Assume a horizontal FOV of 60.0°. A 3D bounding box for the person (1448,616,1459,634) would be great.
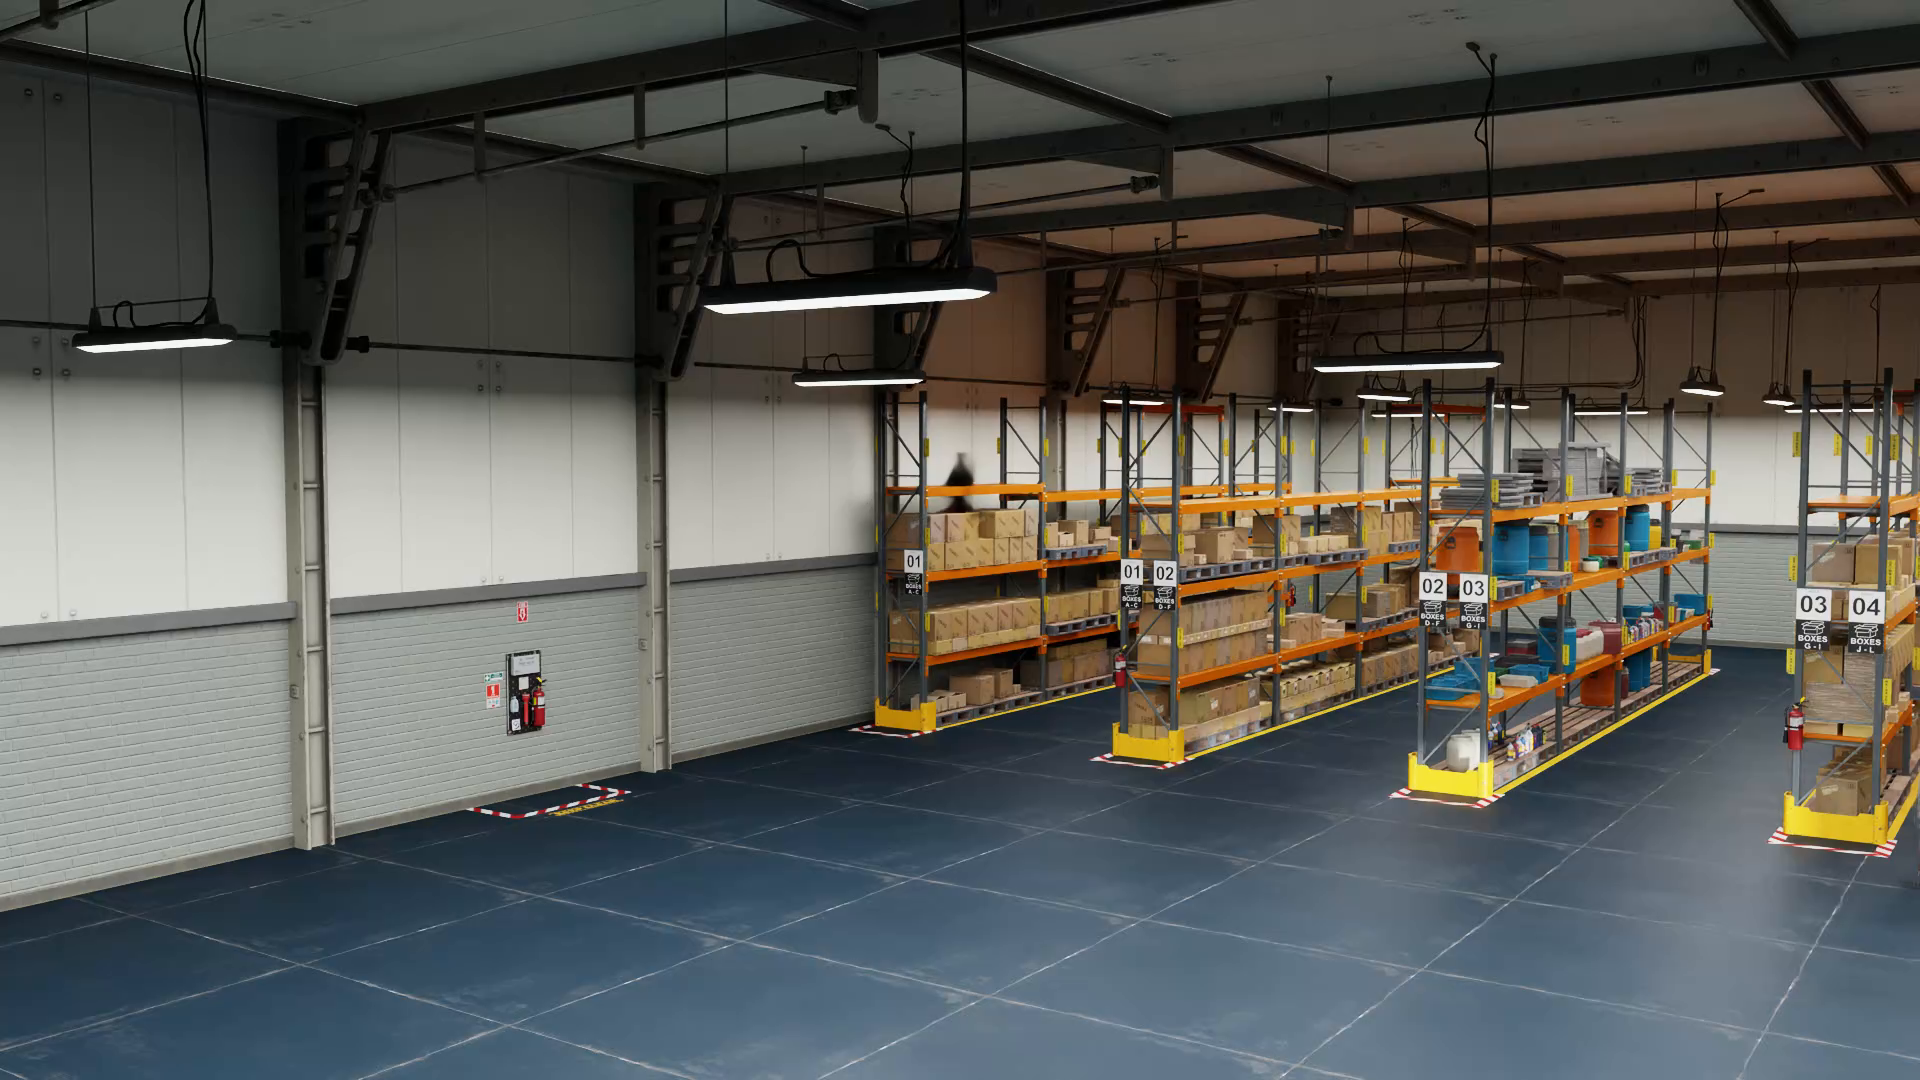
[{"bbox_3d":[12.356,1.856,41.033,0.903,1.757,0.689,2,4,37],"label":"person"}]
